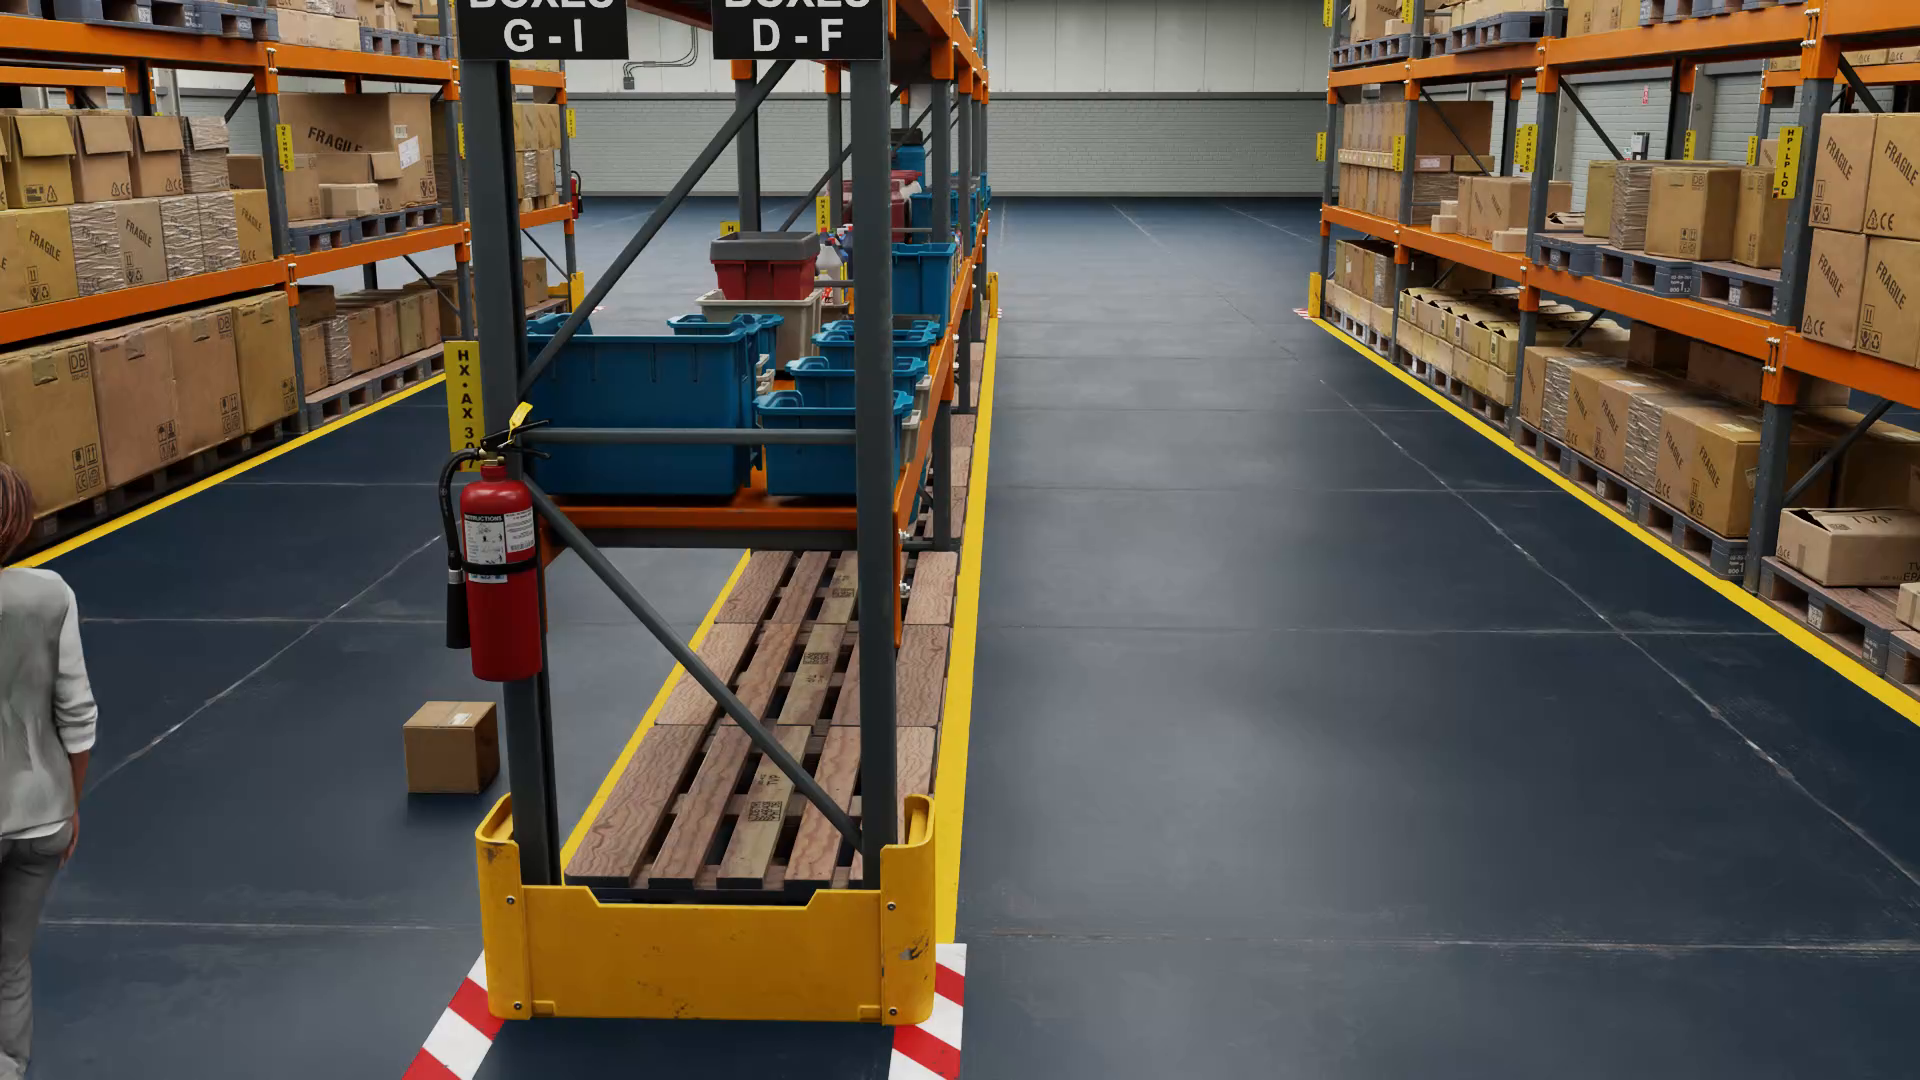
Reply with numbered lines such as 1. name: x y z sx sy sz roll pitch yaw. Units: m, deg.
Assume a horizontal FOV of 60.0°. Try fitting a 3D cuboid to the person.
1. person: -2.045 0.614 3.512 0.474 1.576 0.466 10 17 35
